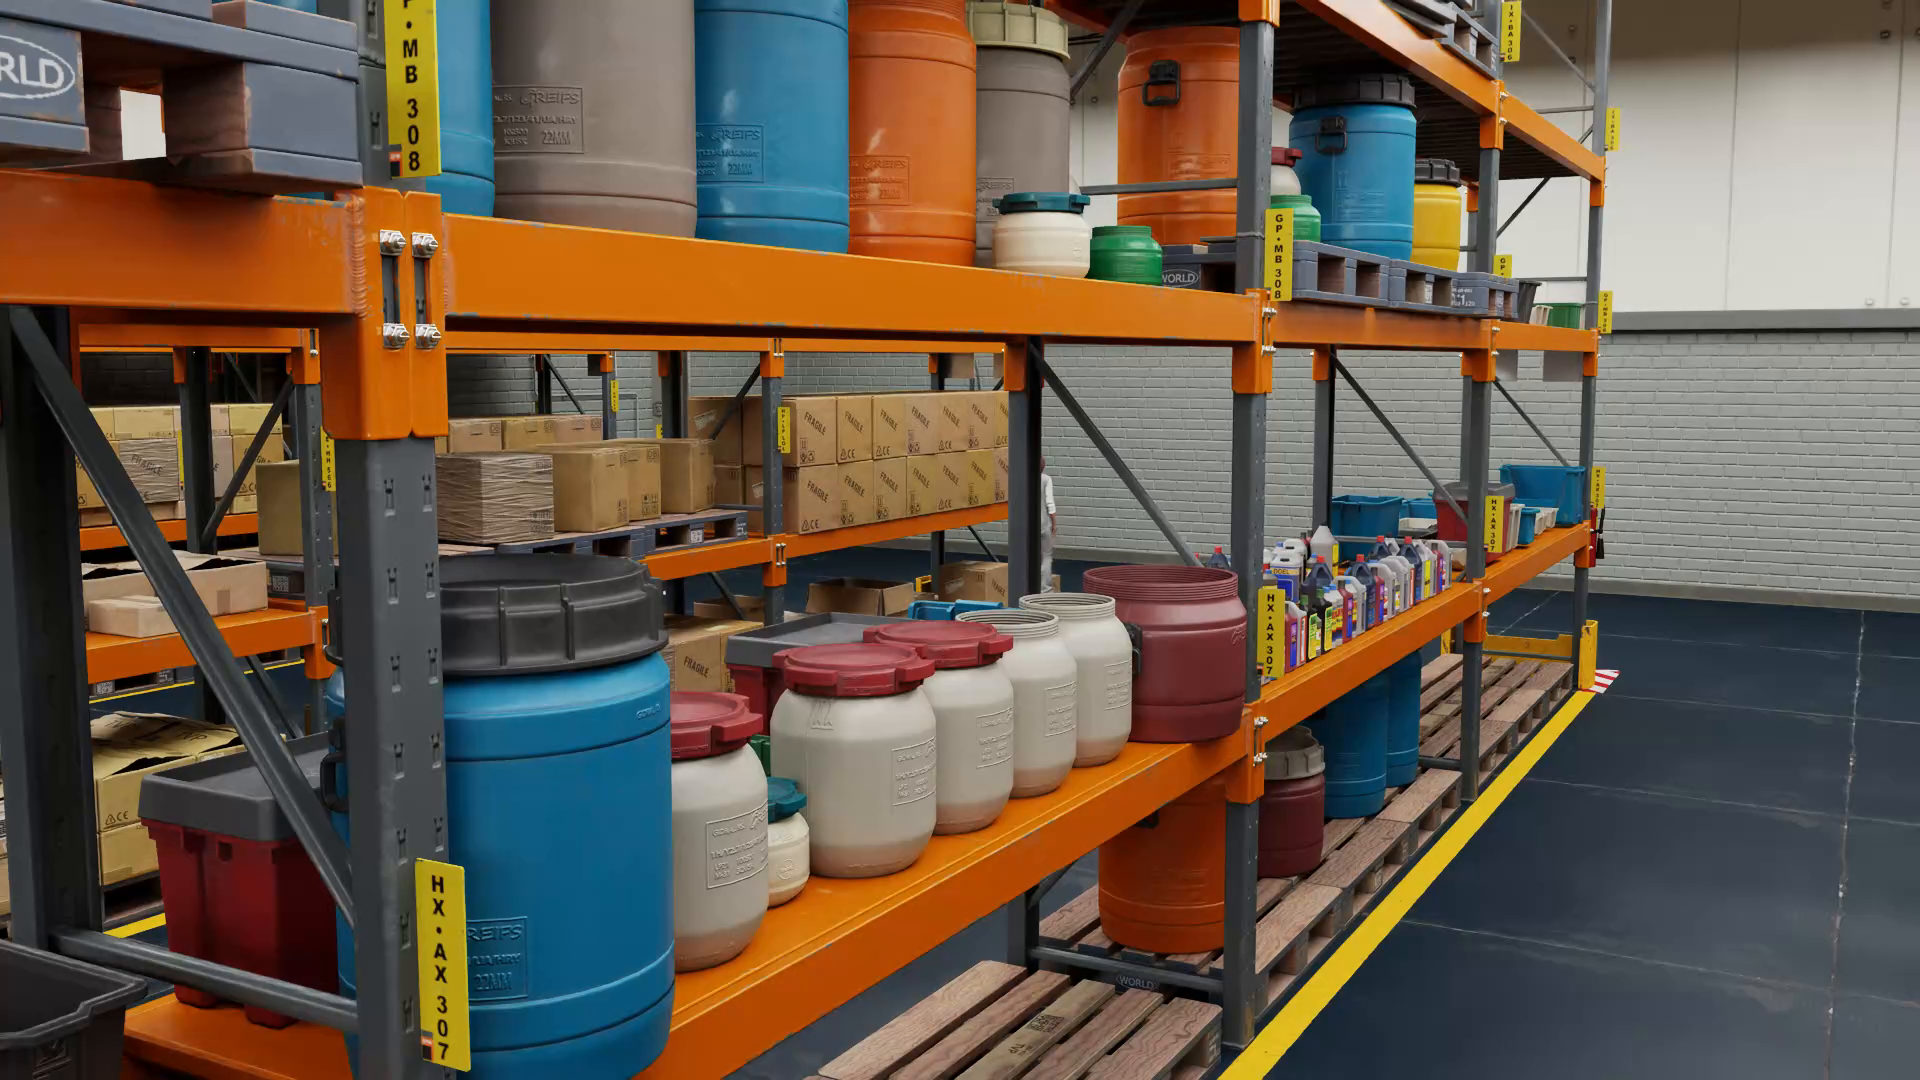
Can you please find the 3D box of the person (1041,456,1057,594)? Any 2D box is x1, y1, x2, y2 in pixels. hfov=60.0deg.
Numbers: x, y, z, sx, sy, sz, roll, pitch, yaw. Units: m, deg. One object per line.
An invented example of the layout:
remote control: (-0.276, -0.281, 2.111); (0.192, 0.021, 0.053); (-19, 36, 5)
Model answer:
person: (0.817, -0.133, 17.809); (0.481, 1.591, 0.347); (3, 7, 25)
